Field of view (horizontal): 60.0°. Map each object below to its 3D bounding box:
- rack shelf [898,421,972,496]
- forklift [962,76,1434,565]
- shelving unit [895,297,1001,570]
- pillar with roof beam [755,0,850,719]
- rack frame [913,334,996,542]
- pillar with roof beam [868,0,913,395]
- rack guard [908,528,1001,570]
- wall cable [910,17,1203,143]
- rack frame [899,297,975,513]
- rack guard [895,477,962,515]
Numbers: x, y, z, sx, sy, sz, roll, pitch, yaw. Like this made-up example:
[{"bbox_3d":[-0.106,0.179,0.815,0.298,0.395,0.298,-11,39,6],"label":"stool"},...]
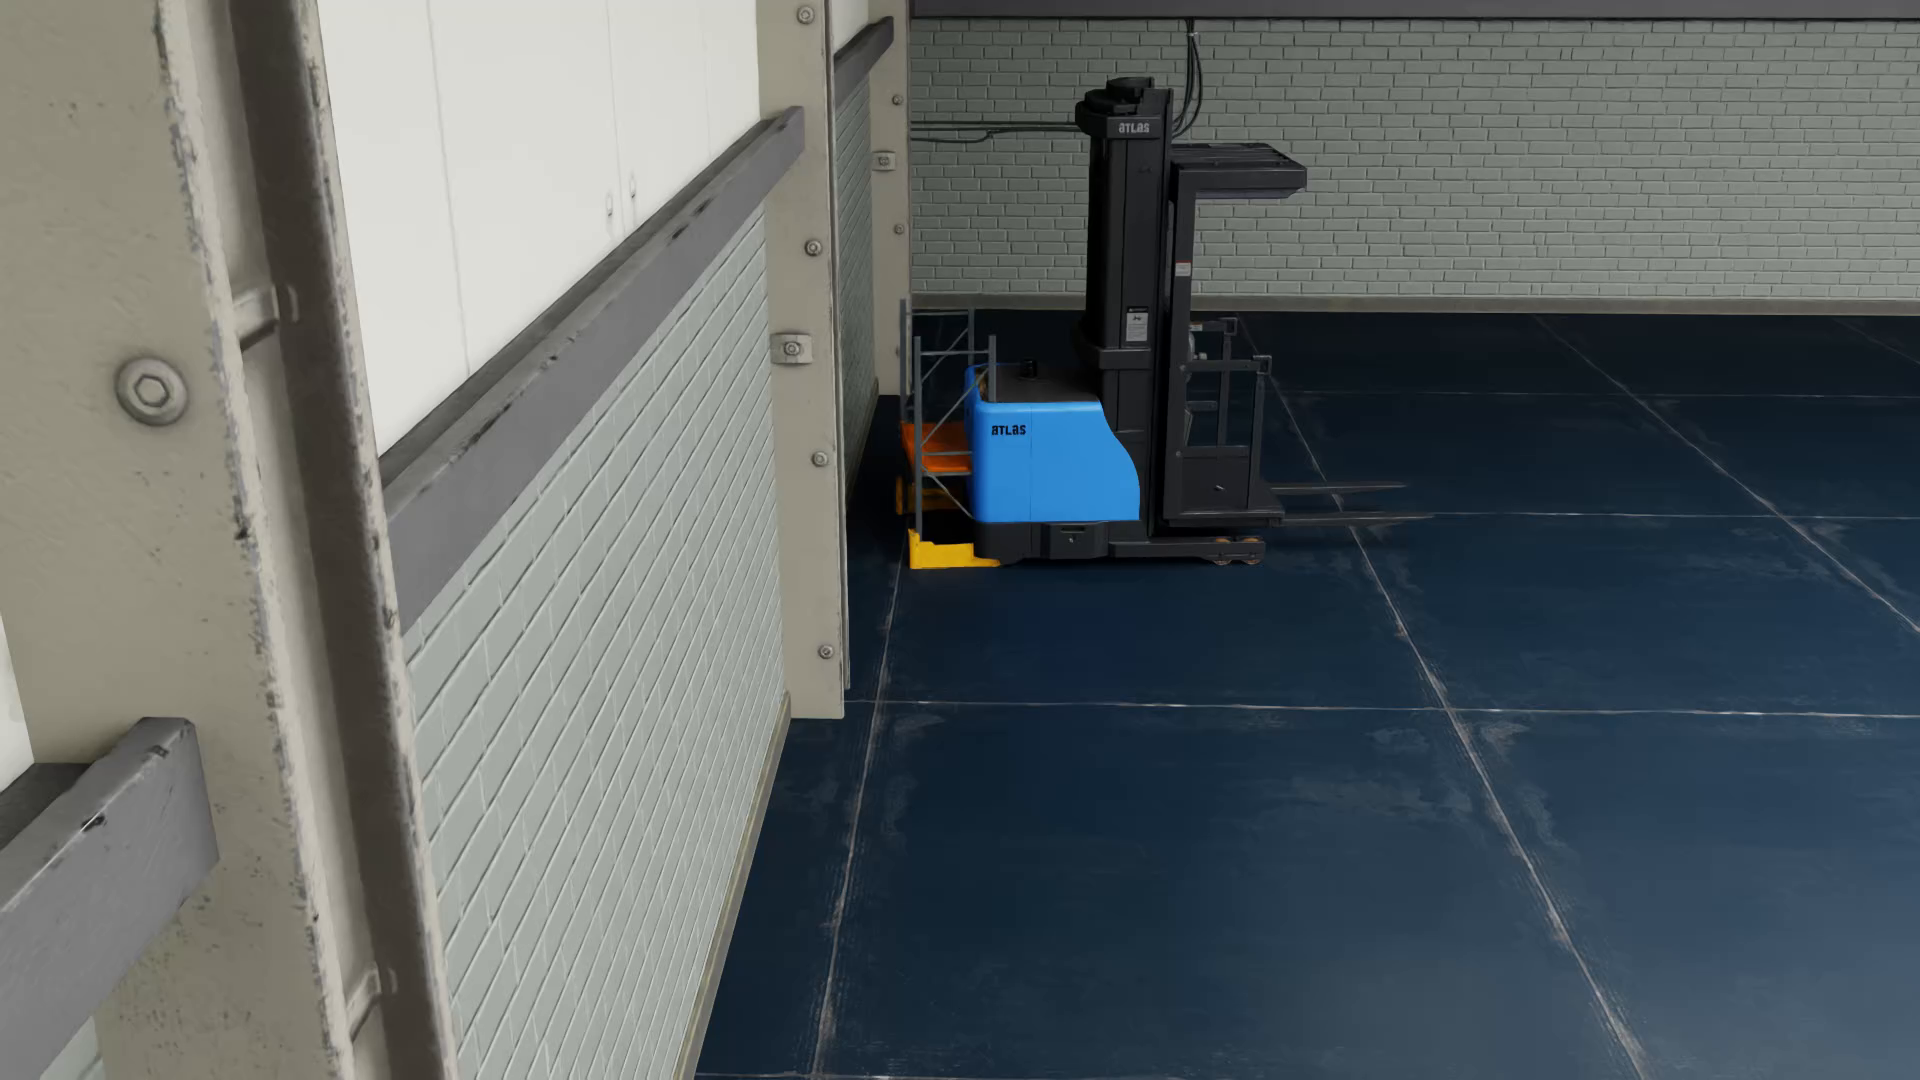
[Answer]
[{"bbox_3d":[-0.093,-0.551,10.873,0.538,0.185,1.000,-2,21,-6],"label":"rack shelf"},{"bbox_3d":[1.554,-1.399,10.582,3.031,2.935,1.130,-1,21,-3],"label":"forklift"},{"bbox_3d":[-0.092,-0.716,10.800,0.587,1.500,1.083,-2,21,-6],"label":"shelving unit"},{"bbox_3d":[3.548,-3.294,7.079,9.100,9.000,0.400,1,21,2],"label":"pillar with roof beam"},{"bbox_3d":[-0.033,-0.537,10.338,0.500,1.500,0.032,-2,21,-6],"label":"rack frame"},{"bbox_3d":[3.730,-5.463,12.670,9.100,9.000,0.400,1,21,2],"label":"pillar with roof beam"},{"bbox_3d":[-0.034,0.046,10.565,0.587,0.250,0.087,-2,21,-6],"label":"rack guard"},{"bbox_3d":[0.839,-5.114,16.061,3.097,2.526,0.112,1,21,2],"label":"wall cable"},{"bbox_3d":[-0.153,-0.902,11.279,0.500,1.500,0.032,-2,21,-6],"label":"rack frame"},{"bbox_3d":[-0.151,-0.312,11.487,0.587,0.250,0.087,-2,21,-6],"label":"rack guard"}]
